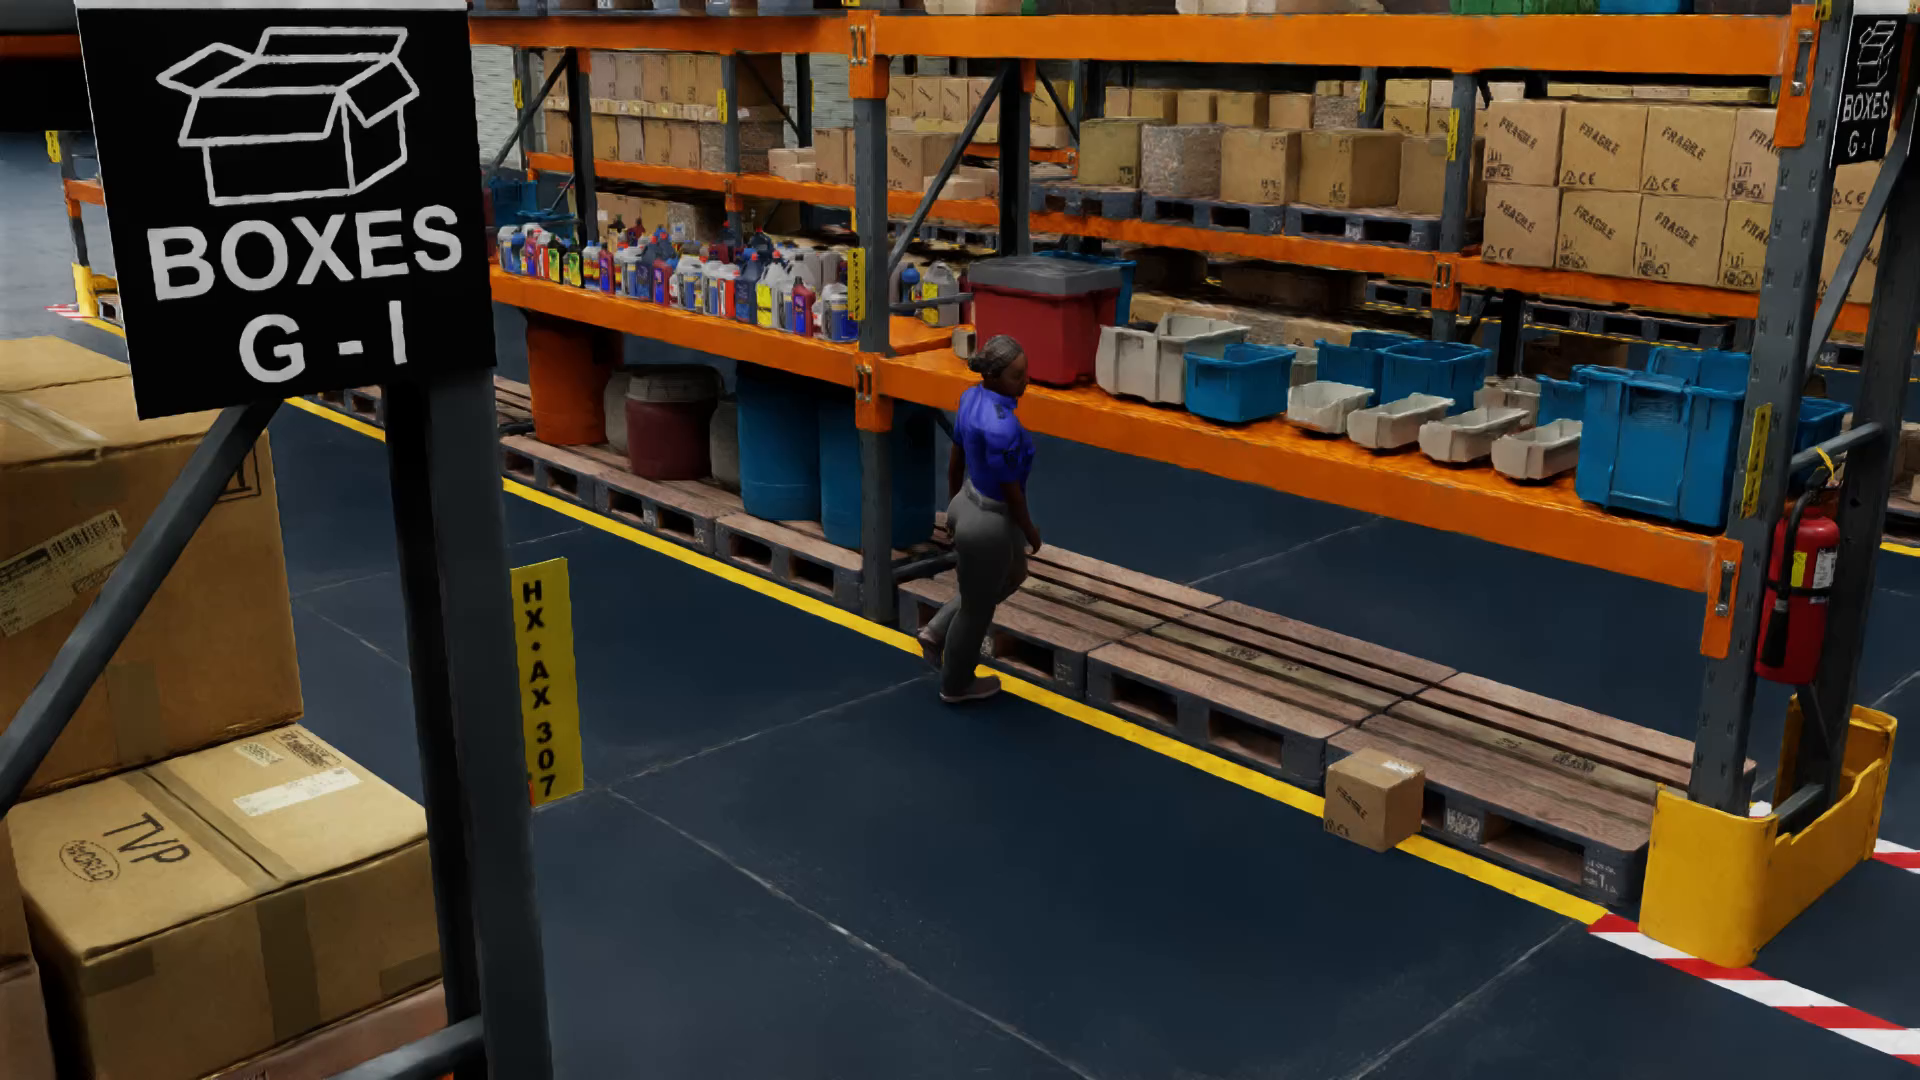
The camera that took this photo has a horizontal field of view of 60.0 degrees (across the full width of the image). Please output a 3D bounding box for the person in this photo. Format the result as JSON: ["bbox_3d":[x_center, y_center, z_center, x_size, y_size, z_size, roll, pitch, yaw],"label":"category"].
[{"bbox_3d":[0.104,-0.073,6.782,0.470,1.613,0.663,-5,18,-17],"label":"person"}]
